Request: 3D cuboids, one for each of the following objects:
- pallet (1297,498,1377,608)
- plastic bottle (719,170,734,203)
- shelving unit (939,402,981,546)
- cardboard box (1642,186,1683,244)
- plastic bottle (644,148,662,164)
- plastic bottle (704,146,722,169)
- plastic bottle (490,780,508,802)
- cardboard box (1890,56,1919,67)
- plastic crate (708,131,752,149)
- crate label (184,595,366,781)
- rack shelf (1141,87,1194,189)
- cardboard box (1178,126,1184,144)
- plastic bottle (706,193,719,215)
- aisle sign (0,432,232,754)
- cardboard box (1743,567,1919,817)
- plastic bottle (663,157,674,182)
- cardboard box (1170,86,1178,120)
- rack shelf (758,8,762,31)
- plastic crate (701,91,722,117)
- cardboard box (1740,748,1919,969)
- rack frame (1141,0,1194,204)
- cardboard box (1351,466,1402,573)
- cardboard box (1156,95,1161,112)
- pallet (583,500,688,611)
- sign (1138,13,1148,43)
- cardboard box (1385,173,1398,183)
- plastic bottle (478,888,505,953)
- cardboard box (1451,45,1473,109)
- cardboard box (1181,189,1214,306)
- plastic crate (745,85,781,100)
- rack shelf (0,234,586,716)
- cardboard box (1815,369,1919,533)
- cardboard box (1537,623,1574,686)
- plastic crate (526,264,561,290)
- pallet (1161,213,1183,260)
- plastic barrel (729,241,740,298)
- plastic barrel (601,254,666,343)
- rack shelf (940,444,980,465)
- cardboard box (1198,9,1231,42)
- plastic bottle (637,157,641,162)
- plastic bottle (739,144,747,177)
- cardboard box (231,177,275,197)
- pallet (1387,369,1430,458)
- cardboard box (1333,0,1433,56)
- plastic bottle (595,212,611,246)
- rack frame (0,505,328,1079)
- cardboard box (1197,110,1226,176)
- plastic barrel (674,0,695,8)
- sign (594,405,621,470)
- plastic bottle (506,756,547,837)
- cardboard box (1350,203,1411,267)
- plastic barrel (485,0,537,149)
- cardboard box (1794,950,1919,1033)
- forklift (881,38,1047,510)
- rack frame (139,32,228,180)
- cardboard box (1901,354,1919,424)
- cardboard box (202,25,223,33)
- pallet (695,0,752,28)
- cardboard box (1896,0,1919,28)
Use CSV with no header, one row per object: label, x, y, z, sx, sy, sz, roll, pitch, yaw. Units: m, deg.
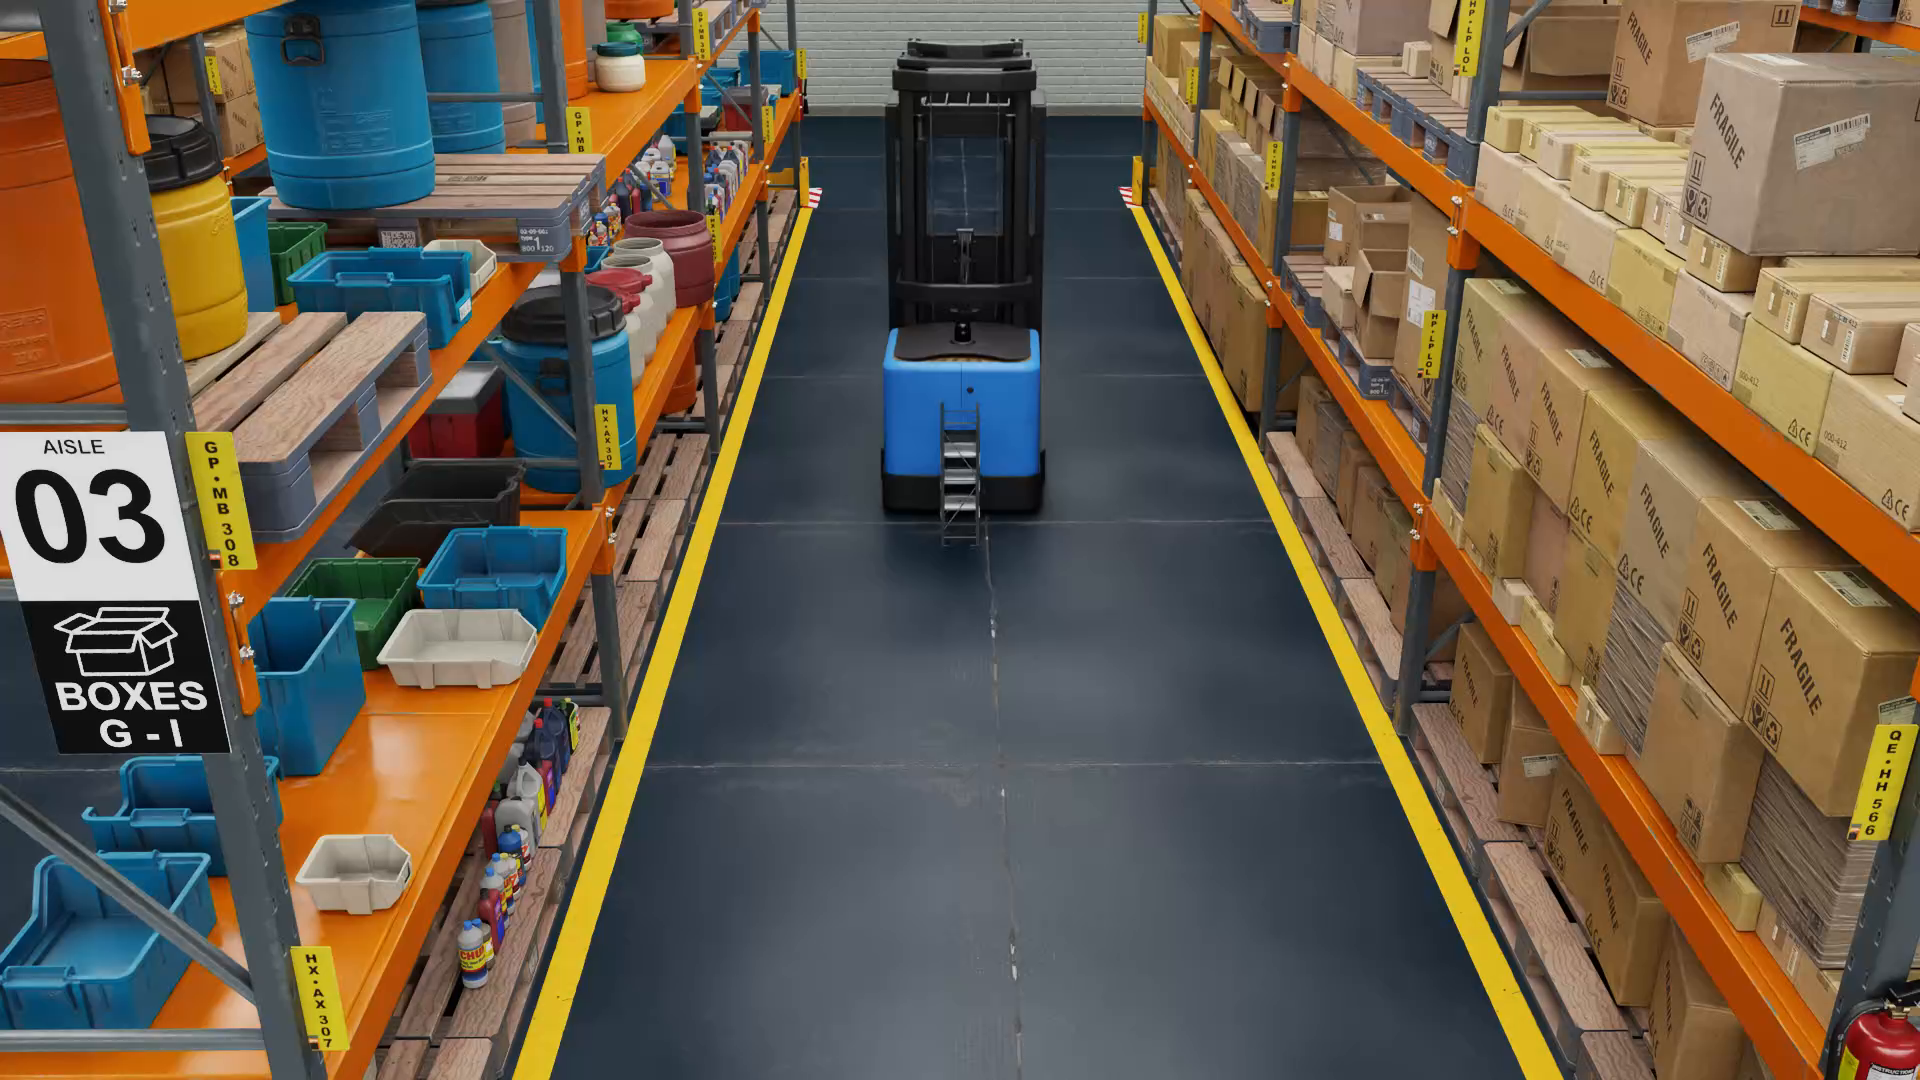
pallet,2.715,0.063,10.354,1.003,0.211,1.213,0,24,-1
plastic bottle,-1.958,-2.930,13.738,0.152,0.276,0.135,0,24,-1
shelving unit,0.000,-0.413,10.572,0.258,0.900,0.210,0,24,-1
cardboard box,2.526,-1.084,5.565,0.380,0.149,0.250,0,24,1
plastic bottle,-2.671,-3.257,14.462,0.152,0.276,0.135,0,24,-1
plastic bottle,-2.103,-3.180,14.201,0.144,0.351,0.185,0,24,-1
plastic bottle,-2.013,1.164,7.298,0.061,0.283,0.133,0,24,-1
cardboard box,3.039,-1.123,4.863,0.500,0.500,0.500,0,24,-1
plastic crate,-2.161,-3.756,15.662,0.396,0.136,0.243,0,24,-1
crate label,-2.458,0.515,5.929,0.502,0.435,0.616,0,24,-1
rack shelf,2.632,-4.175,17.215,1.077,0.370,4.000,0,24,-1
cardboard box,2.318,-3.900,16.039,0.380,0.149,0.250,-1,24,-1
plastic bottle,-1.920,-2.558,12.922,0.097,0.271,0.097,0,24,0
aisle sign,-1.874,0.132,3.663,0.394,0.787,0.004,0,24,-1
cardboard box,2.532,0.404,4.522,0.500,0.500,0.500,0,24,-1
plastic bottle,-2.546,-3.231,14.495,0.097,0.201,0.097,0,24,0
cardboard box,2.373,-4.350,16.550,0.500,0.250,0.500,0,24,1
rack shelf,-2.320,-5.520,16.547,1.077,0.370,4.000,0,24,-1
plastic crate,-2.651,-4.486,17.160,0.416,0.233,0.300,0,24,-1
cardboard box,2.806,0.858,4.731,0.875,0.500,0.500,0,24,-1
rack frame,2.610,-5.327,18.889,1.000,3.000,0.127,0,24,-1
cardboard box,2.763,-0.124,9.884,0.700,0.500,0.500,-2,24,-5
cardboard box,2.297,-4.641,17.677,0.380,0.149,0.250,-1,24,-2
pallet,-2.275,0.083,10.310,1.003,0.211,1.213,0,24,-1
sign,2.055,-5.758,18.694,0.100,0.325,0.005,0,24,-1
cardboard box,2.957,-2.490,12.495,0.500,0.500,0.500,-1,24,-2
plastic bottle,-1.860,1.483,6.592,0.061,0.283,0.133,0,24,0
cardboard box,2.631,-2.266,8.134,0.396,0.266,0.258,1,24,1
cardboard box,2.681,-2.638,15.013,1.225,0.875,0.875,0,24,0
plastic crate,-2.152,-4.877,18.140,0.396,0.136,0.243,0,24,-1
rack shelf,-2.190,-0.575,5.614,1.077,0.370,4.000,0,24,-1
cardboard box,2.526,-0.230,4.161,0.500,0.250,0.500,0,24,1
cardboard box,2.473,0.440,6.442,0.380,0.149,0.250,0,24,-1
plastic crate,-2.543,-1.370,10.062,0.402,0.464,0.583,0,24,-1
pallet,2.708,-3.226,17.627,1.003,0.211,1.213,0,24,-1
plastic barrel,-2.310,-2.668,15.045,0.600,0.901,0.708,0,24,-1
plastic barrel,-2.026,-1.463,10.209,0.421,0.512,0.421,0,24,0
rack shelf,0.000,-0.547,10.512,0.258,0.077,0.200,0,24,-1
cardboard box,2.879,-5.536,18.262,0.500,0.500,0.500,0,24,0
plastic bottle,-2.711,-3.084,14.071,0.061,0.283,0.133,0,24,-1
plastic bottle,-1.923,-3.347,14.653,0.061,0.283,0.133,0,24,-1
cardboard box,-7.277,-3.473,17.285,0.797,0.503,0.637,0,24,-1
pallet,2.878,-0.611,8.693,1.003,0.211,1.213,0,24,-1
cardboard box,2.460,-3.060,9.507,0.500,0.500,0.500,-1,24,-2
plastic bottle,-2.674,-2.337,12.434,0.097,0.271,0.097,0,24,0
rack frame,-2.168,1.288,4.262,1.000,3.000,0.127,0,24,-1
cardboard box,2.409,-3.534,14.802,0.500,0.500,0.500,0,24,0
plastic barrel,-2.037,-3.933,11.846,0.294,0.245,0.294,0,24,0
sign,-1.661,-0.484,7.845,0.100,0.325,0.005,0,24,-1
plastic bottle,-1.910,1.123,7.308,0.144,0.351,0.185,0,24,-1
cardboard box,2.850,-1.816,10.493,0.700,0.500,0.500,3,25,7
plastic barrel,-2.441,-2.433,8.242,0.600,0.901,0.600,0,24,0
cardboard box,2.575,1.264,4.620,0.380,0.149,0.250,0,24,-1
forklift,0.045,-2.095,11.825,1.130,2.935,3.031,1,24,1
rack frame,-7.252,-3.636,15.149,1.000,3.000,0.127,0,24,-1
cardboard box,2.470,-0.327,3.892,0.380,0.149,0.250,0,24,-1
cardboard box,-7.530,-4.763,16.306,0.500,0.500,0.500,0,24,0
pallet,-2.177,-4.147,12.869,1.003,0.211,1.213,0,24,-1
cardboard box,7.378,-4.070,12.347,0.500,0.500,0.500,0,24,-1
